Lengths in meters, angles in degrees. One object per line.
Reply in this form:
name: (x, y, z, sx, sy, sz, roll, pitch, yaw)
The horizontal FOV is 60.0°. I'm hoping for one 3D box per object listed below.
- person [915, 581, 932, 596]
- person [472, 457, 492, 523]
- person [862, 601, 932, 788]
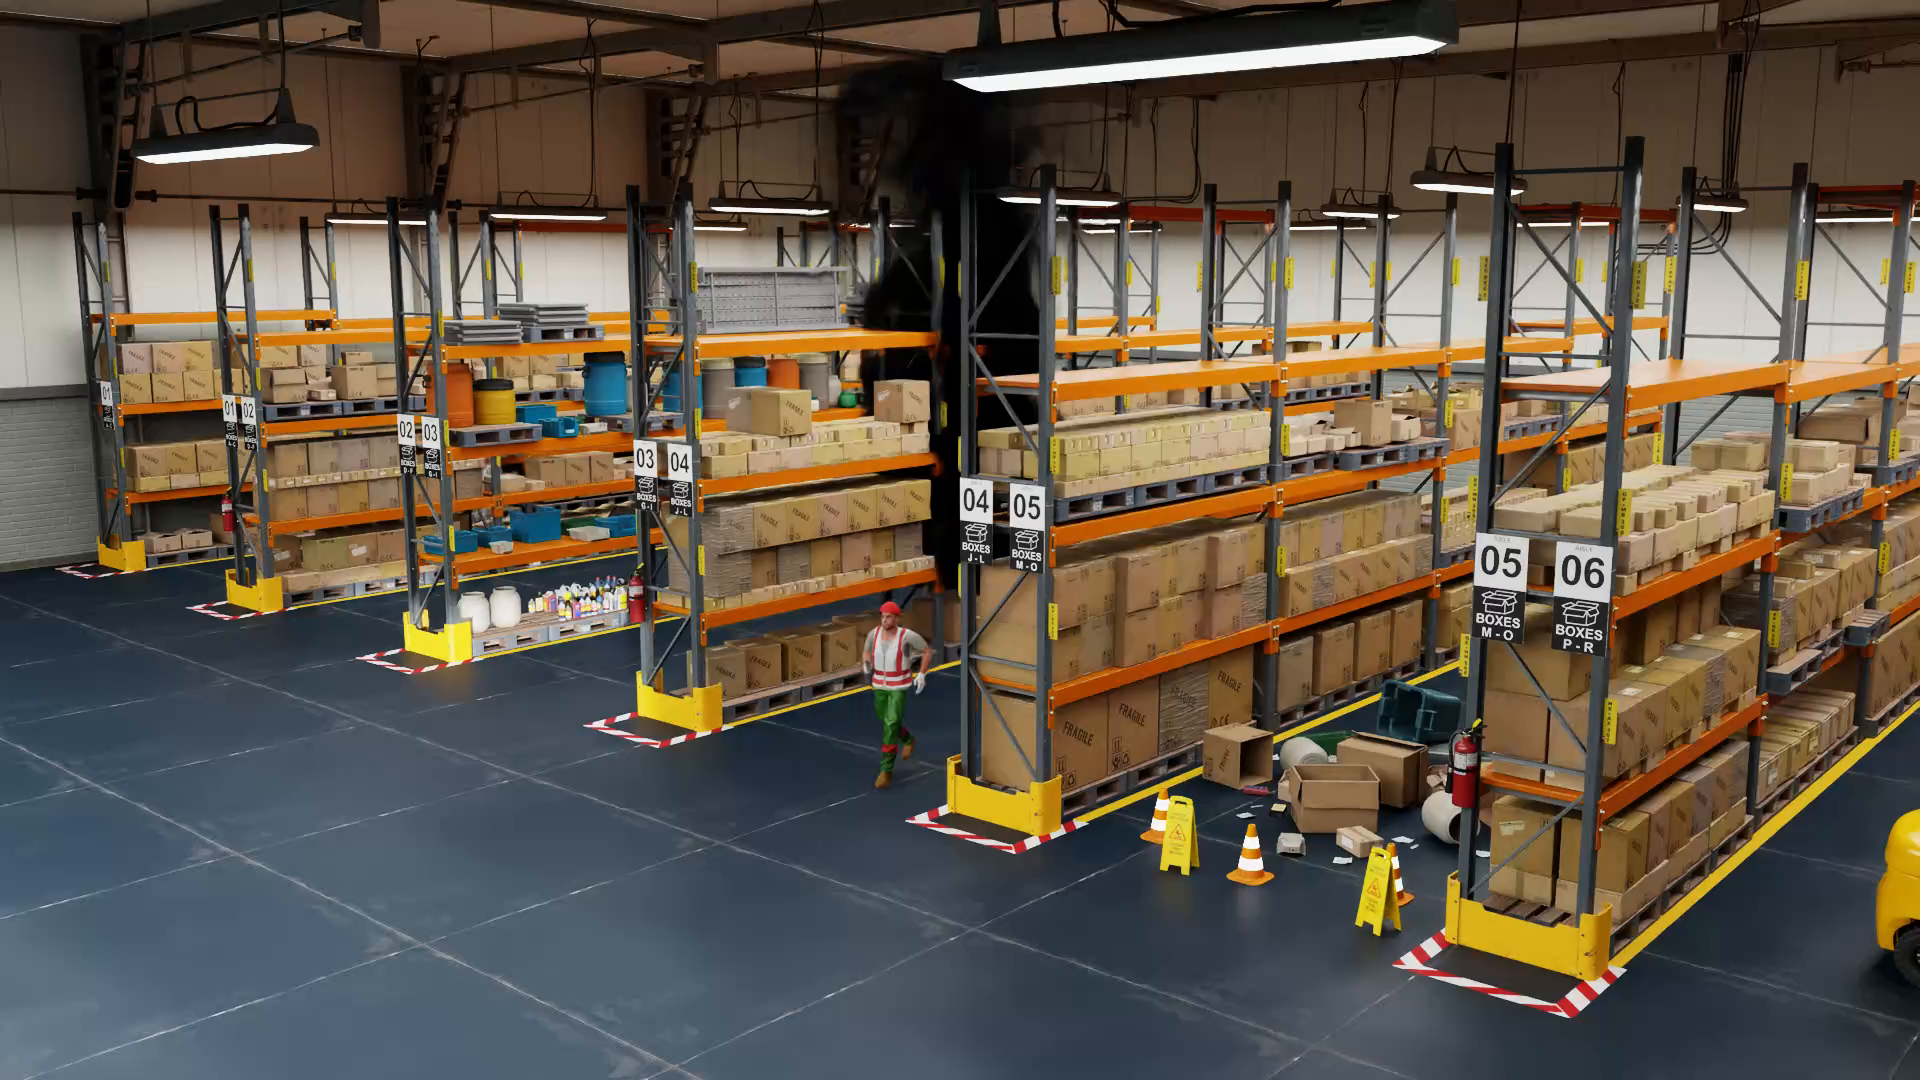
person: (-0.433, 0.245, 24.395, 0.663, 1.700, 0.752, 6, 11, 30)
person: (-8.763, -0.794, 30.776, 0.645, 1.751, 0.631, 7, 12, 36)
person: (-0.673, 1.482, 16.648, 0.694, 1.788, 0.947, 5, 11, 27)
